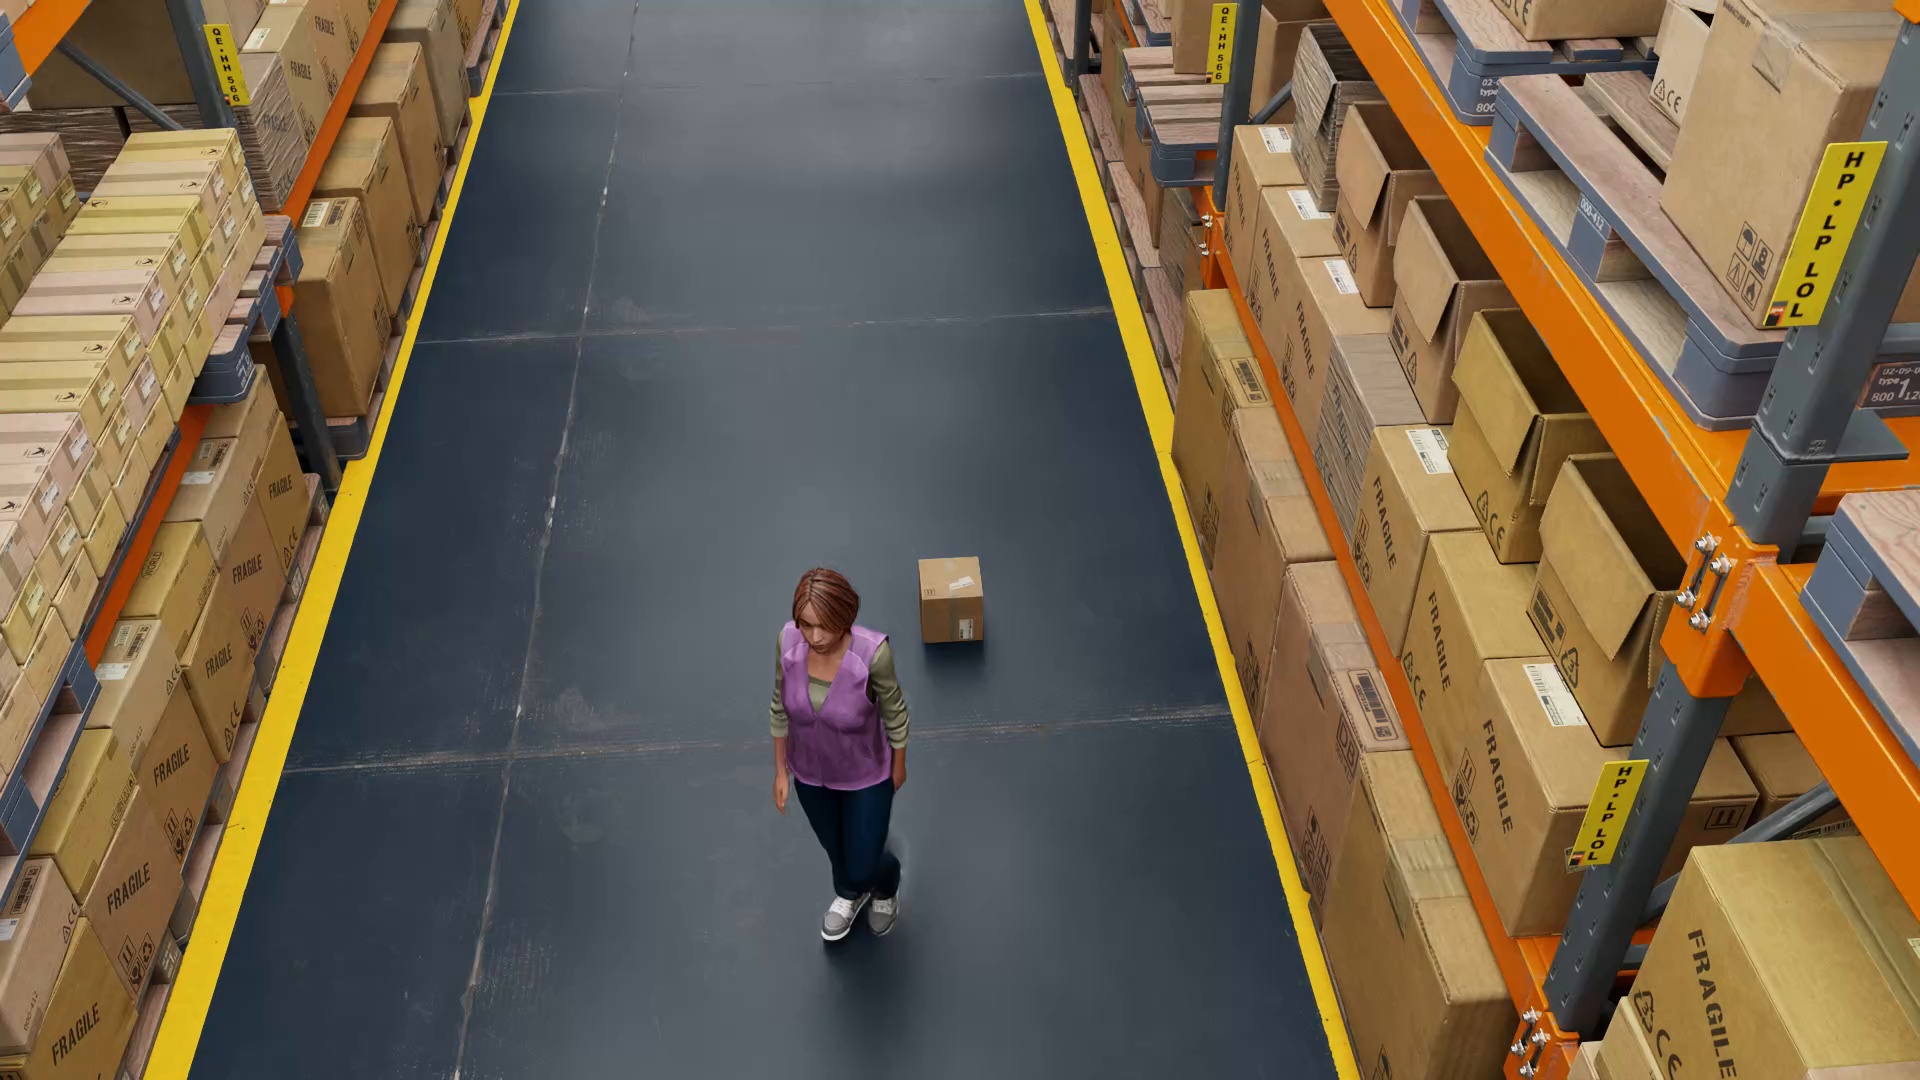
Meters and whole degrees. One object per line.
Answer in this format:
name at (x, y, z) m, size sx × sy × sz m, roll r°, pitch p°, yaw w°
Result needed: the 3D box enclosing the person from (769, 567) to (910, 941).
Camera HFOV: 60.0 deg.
person at (-0.382, 0.729, 5.246) m, size 0.422 × 1.598 × 0.399 m, roll 13°, pitch 41°, yaw 15°
